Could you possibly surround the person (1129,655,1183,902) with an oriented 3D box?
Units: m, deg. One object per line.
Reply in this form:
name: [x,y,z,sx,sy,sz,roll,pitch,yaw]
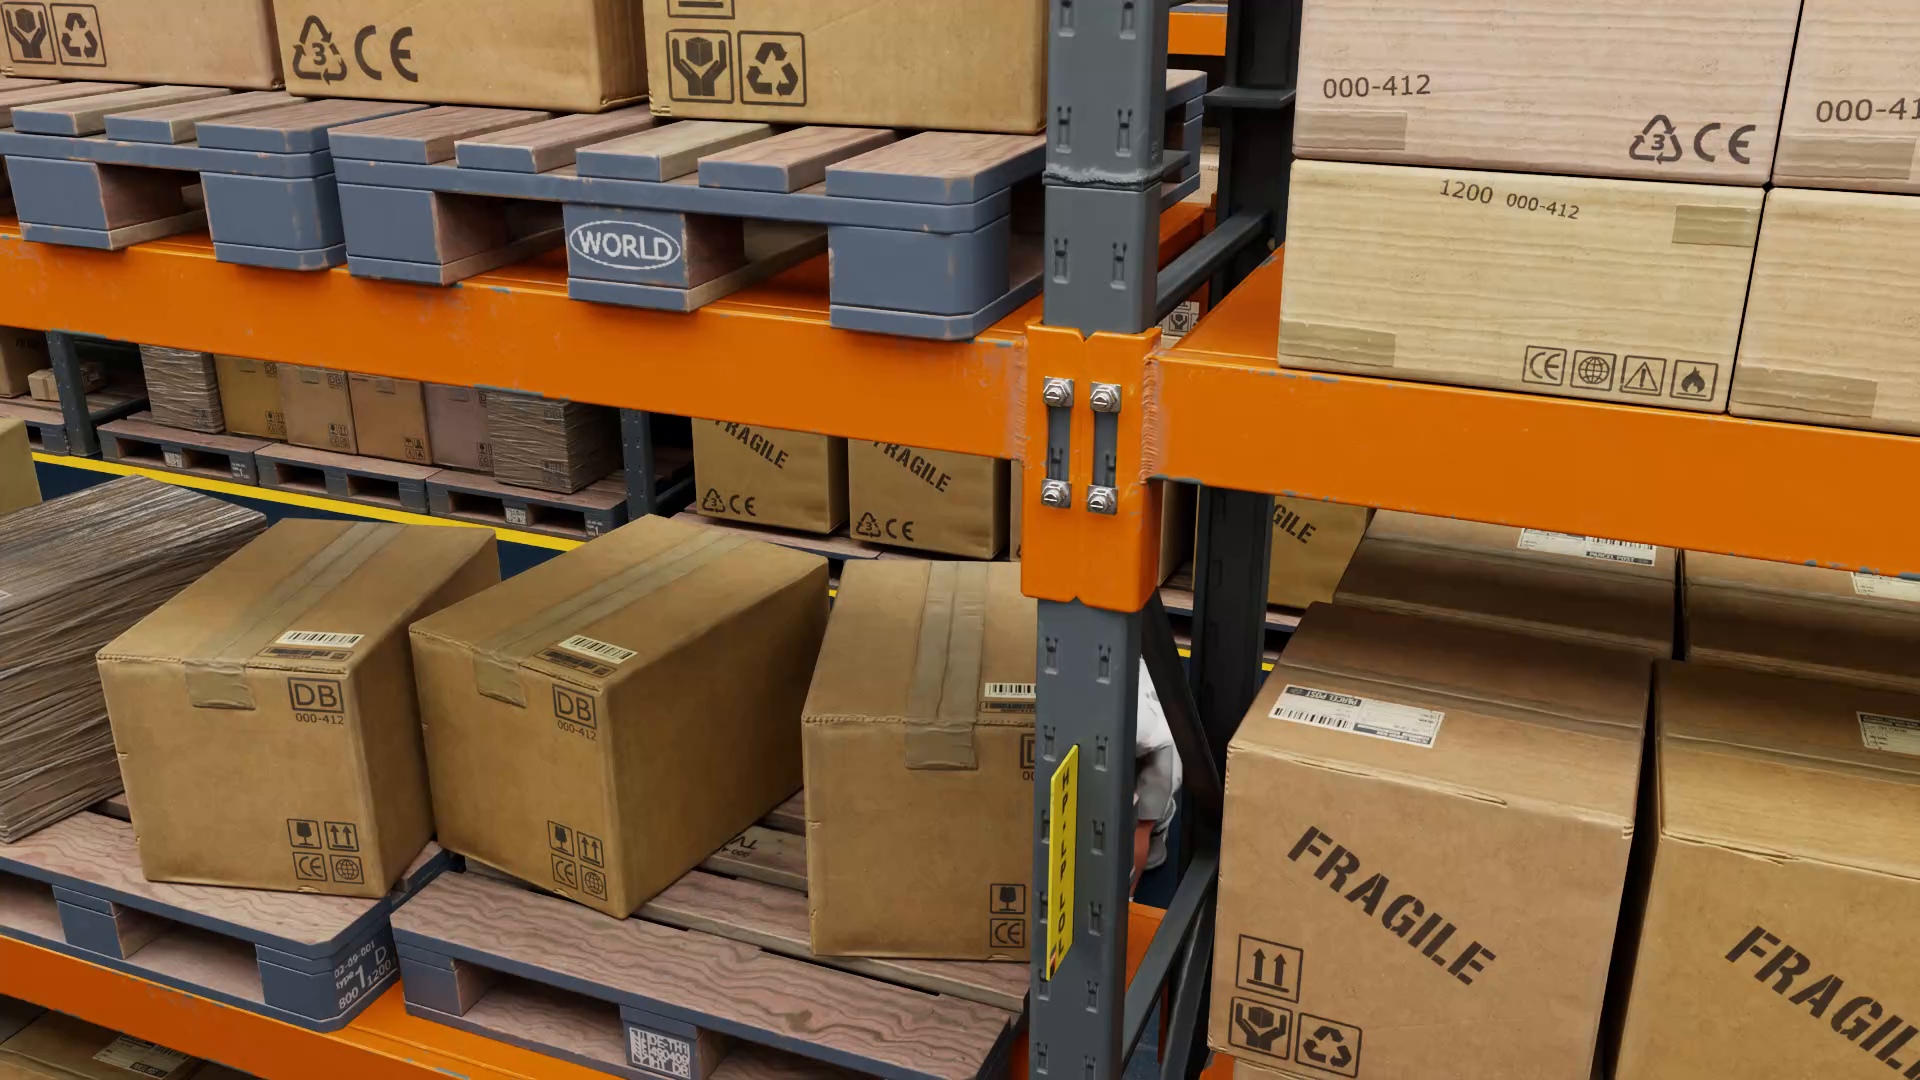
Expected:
person: [0.518,0.846,5.858,0.524,0.799,0.958,8,23,19]
